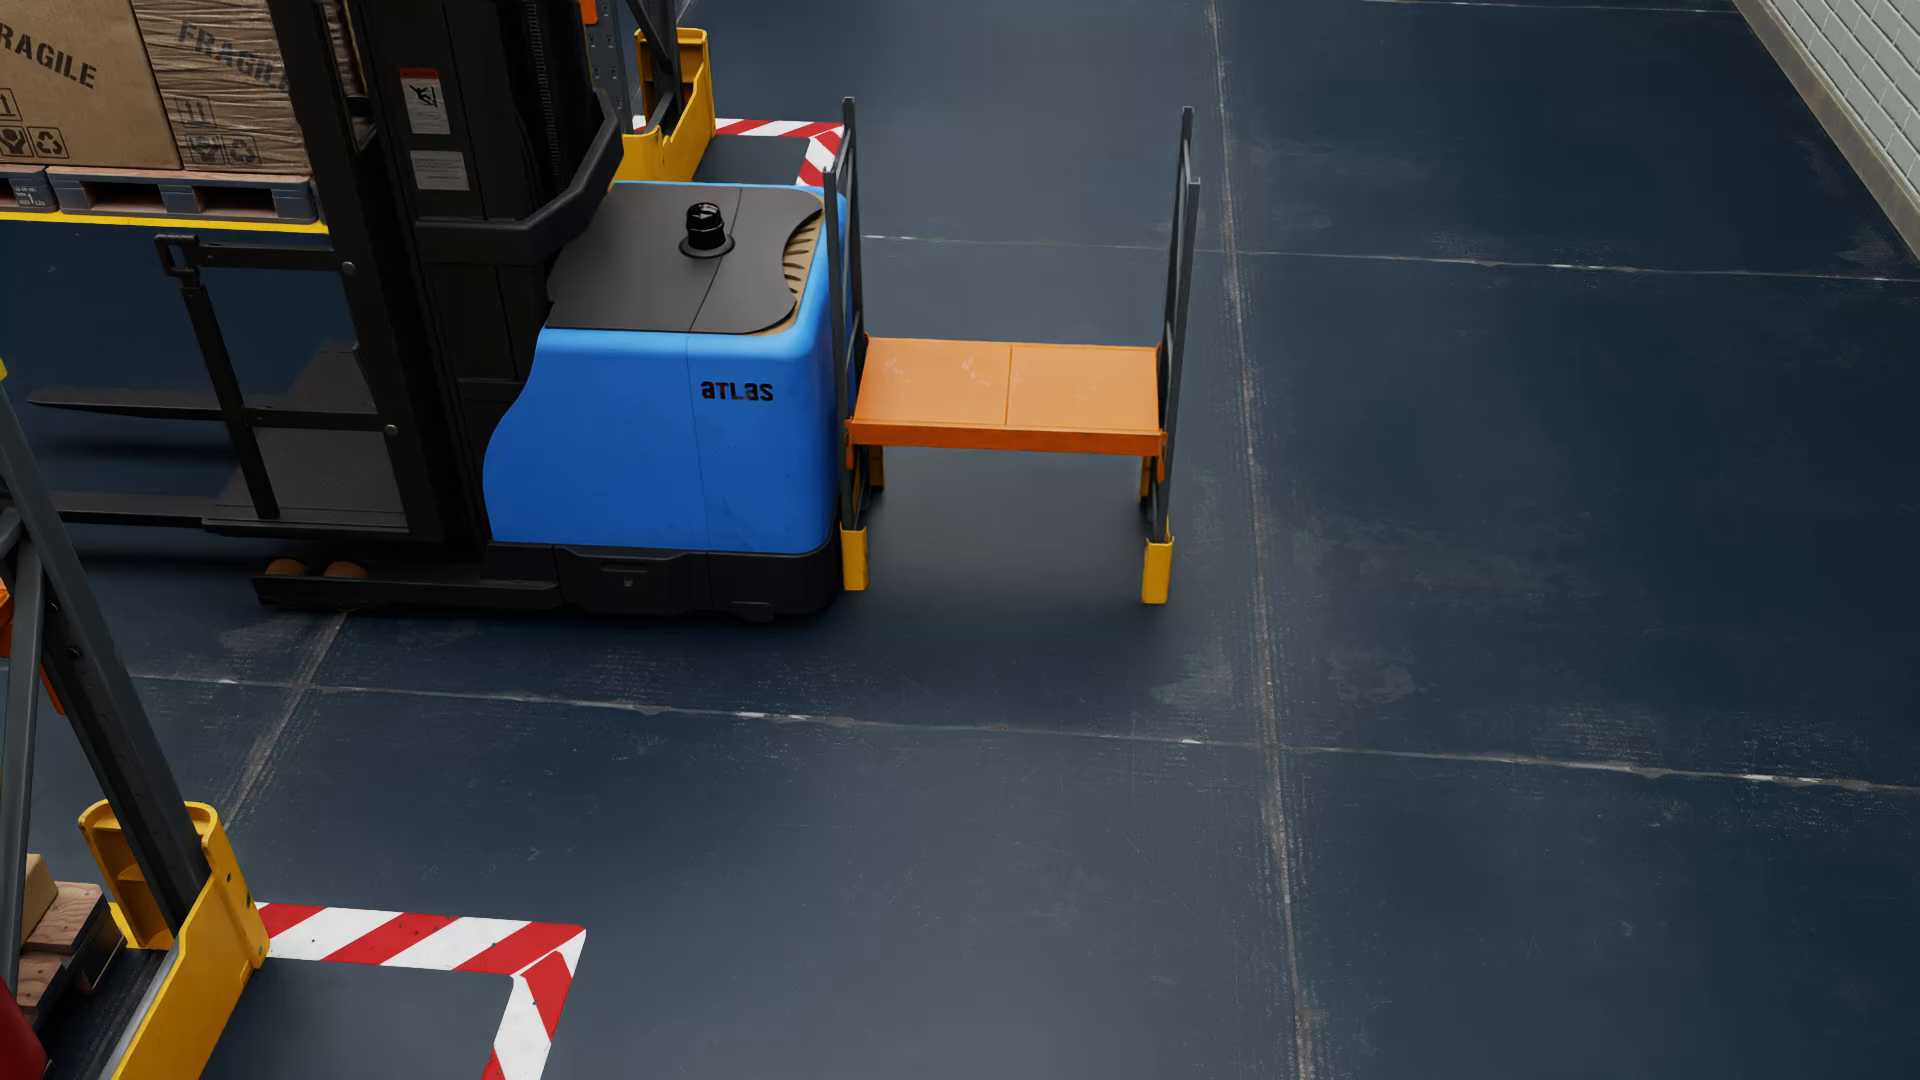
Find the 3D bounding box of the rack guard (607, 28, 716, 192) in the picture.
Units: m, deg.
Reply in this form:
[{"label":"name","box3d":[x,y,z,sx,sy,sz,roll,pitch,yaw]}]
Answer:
[{"label":"rack guard","box3d":[-1.423,-1.896,7.683,0.348,0.500,1.175,3,39,4]}]

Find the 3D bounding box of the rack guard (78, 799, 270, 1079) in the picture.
[{"label":"rack guard","box3d":[-2.051,1.213,3.864,0.348,0.500,1.175,3,39,4]}]

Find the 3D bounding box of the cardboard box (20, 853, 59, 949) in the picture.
[{"label":"cardboard box","box3d":[-2.470,0.960,4.120,0.250,0.149,0.380,4,39,5]}]

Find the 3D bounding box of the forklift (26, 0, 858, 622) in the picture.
[{"label":"forklift","box3d":[-1.891,-1.232,4.942,3.031,2.935,1.130,2,39,3]}]

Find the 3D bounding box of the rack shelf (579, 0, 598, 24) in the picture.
[{"label":"rack shelf","box3d":[-3.440,-2.697,7.257,4.000,0.370,1.077,3,39,4]}]

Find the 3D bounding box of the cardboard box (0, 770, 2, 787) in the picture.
[{"label":"cardboard box","box3d":[-2.468,0.717,3.947,0.250,0.149,0.380,1,39,2]}]

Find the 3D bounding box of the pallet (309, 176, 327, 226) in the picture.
[{"label":"pallet","box3d":[-2.250,-1.779,7.769,1.213,0.211,1.003,3,39,4]}]

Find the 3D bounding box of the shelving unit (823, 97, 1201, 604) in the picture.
[{"label":"shelving unit","box3d":[0.165,-0.577,5.271,1.083,1.500,0.587,2,39,3]}]

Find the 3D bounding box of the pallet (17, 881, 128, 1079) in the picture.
[{"label":"pallet","box3d":[-2.858,1.258,4.037,1.213,0.211,1.003,3,39,4]}]

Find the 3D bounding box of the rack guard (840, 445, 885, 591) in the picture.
[{"label":"rack guard","box3d":[-0.331,-0.113,5.691,0.087,0.250,0.587,2,39,3]}]

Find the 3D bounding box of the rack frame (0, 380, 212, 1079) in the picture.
[{"label":"rack frame","box3d":[-1.976,0.247,3.070,0.127,3.000,1.000,3,39,4]}]

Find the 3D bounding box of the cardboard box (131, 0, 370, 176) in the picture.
[{"label":"cardboard box","box3d":[-2.998,-2.240,7.476,0.875,0.875,0.875,3,39,4]}]

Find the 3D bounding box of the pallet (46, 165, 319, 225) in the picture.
[{"label":"pallet","box3d":[-3.462,-1.848,7.853,1.213,0.211,1.003,3,39,4]}]

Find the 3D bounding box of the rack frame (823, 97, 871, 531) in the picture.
[{"label":"rack frame","box3d":[-0.351,-0.599,5.298,0.032,1.500,0.500,2,39,3]}]

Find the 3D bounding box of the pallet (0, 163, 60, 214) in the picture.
[{"label":"pallet","box3d":[-4.681,-1.912,7.932,1.213,0.211,1.003,3,39,4]}]

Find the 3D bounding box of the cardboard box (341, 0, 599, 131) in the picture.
[{"label":"cardboard box","box3d":[-2.091,-2.190,7.415,0.875,0.875,0.875,3,39,4]}]

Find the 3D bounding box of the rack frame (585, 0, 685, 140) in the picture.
[{"label":"rack frame","box3d":[-1.447,-2.867,6.896,0.127,3.000,1.000,3,39,4]}]

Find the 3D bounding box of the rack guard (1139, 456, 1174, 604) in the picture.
[{"label":"rack guard","box3d":[0.662,-0.071,5.639,0.087,0.250,0.587,2,39,3]}]

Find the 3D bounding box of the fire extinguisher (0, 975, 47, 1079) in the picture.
[{"label":"fire extinguisher","box3d":[-1.764,0.726,2.839,0.183,0.674,0.296,3,39,4]}]

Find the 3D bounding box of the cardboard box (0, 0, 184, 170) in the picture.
[{"label":"cardboard box","box3d":[-3.885,-2.288,7.535,0.875,0.875,0.875,3,39,4]}]

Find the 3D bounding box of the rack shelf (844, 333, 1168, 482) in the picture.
[{"label":"rack shelf","box3d":[0.156,-0.438,5.385,1.000,0.185,0.538,2,39,3]}]

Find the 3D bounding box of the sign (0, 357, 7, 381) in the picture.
[{"label":"sign","box3d":[-1.929,-0.430,3.216,0.005,0.325,0.100,3,39,4]}]

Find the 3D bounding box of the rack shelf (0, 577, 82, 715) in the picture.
[{"label":"rack shelf","box3d":[-3.968,0.417,3.431,4.000,0.370,1.077,3,39,4]}]

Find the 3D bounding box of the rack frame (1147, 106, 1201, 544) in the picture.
[{"label":"rack frame","box3d":[0.664,-0.556,5.245,0.032,1.500,0.500,2,39,3]}]
